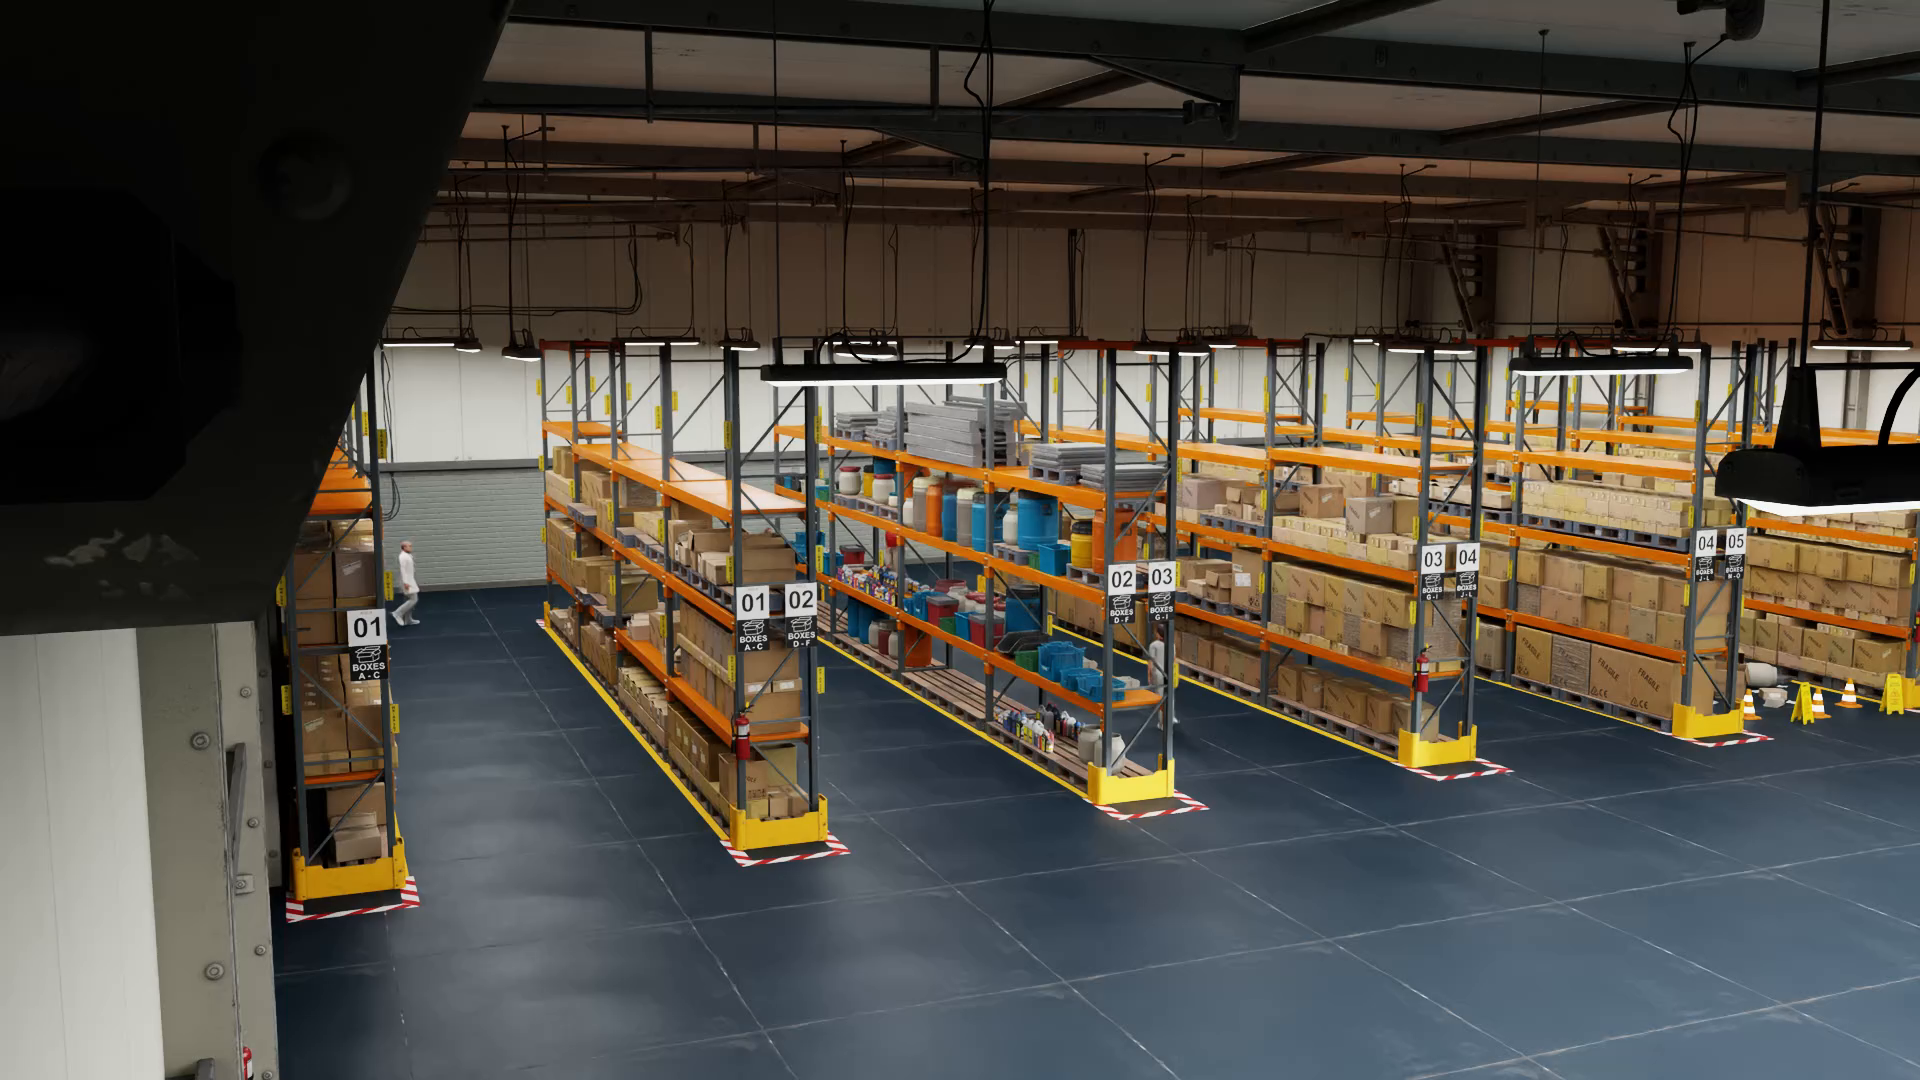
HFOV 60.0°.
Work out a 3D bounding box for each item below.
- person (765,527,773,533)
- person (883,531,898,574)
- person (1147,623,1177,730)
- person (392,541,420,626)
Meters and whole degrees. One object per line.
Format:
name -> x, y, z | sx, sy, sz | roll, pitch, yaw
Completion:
person -> -4.516, 0.457, 39.153 | 0.988, 1.538, 0.415 | 5, 9, 35
person -> -1.573, 0.280, 39.948 | 0.492, 1.719, 0.652 | -6, 10, -41
person -> 3.163, 2.127, 25.996 | 0.487, 1.656, 0.458 | -1, 8, -10
person -> -11.633, 0.903, 34.834 | 0.568, 1.777, 0.602 | -3, 8, -23
